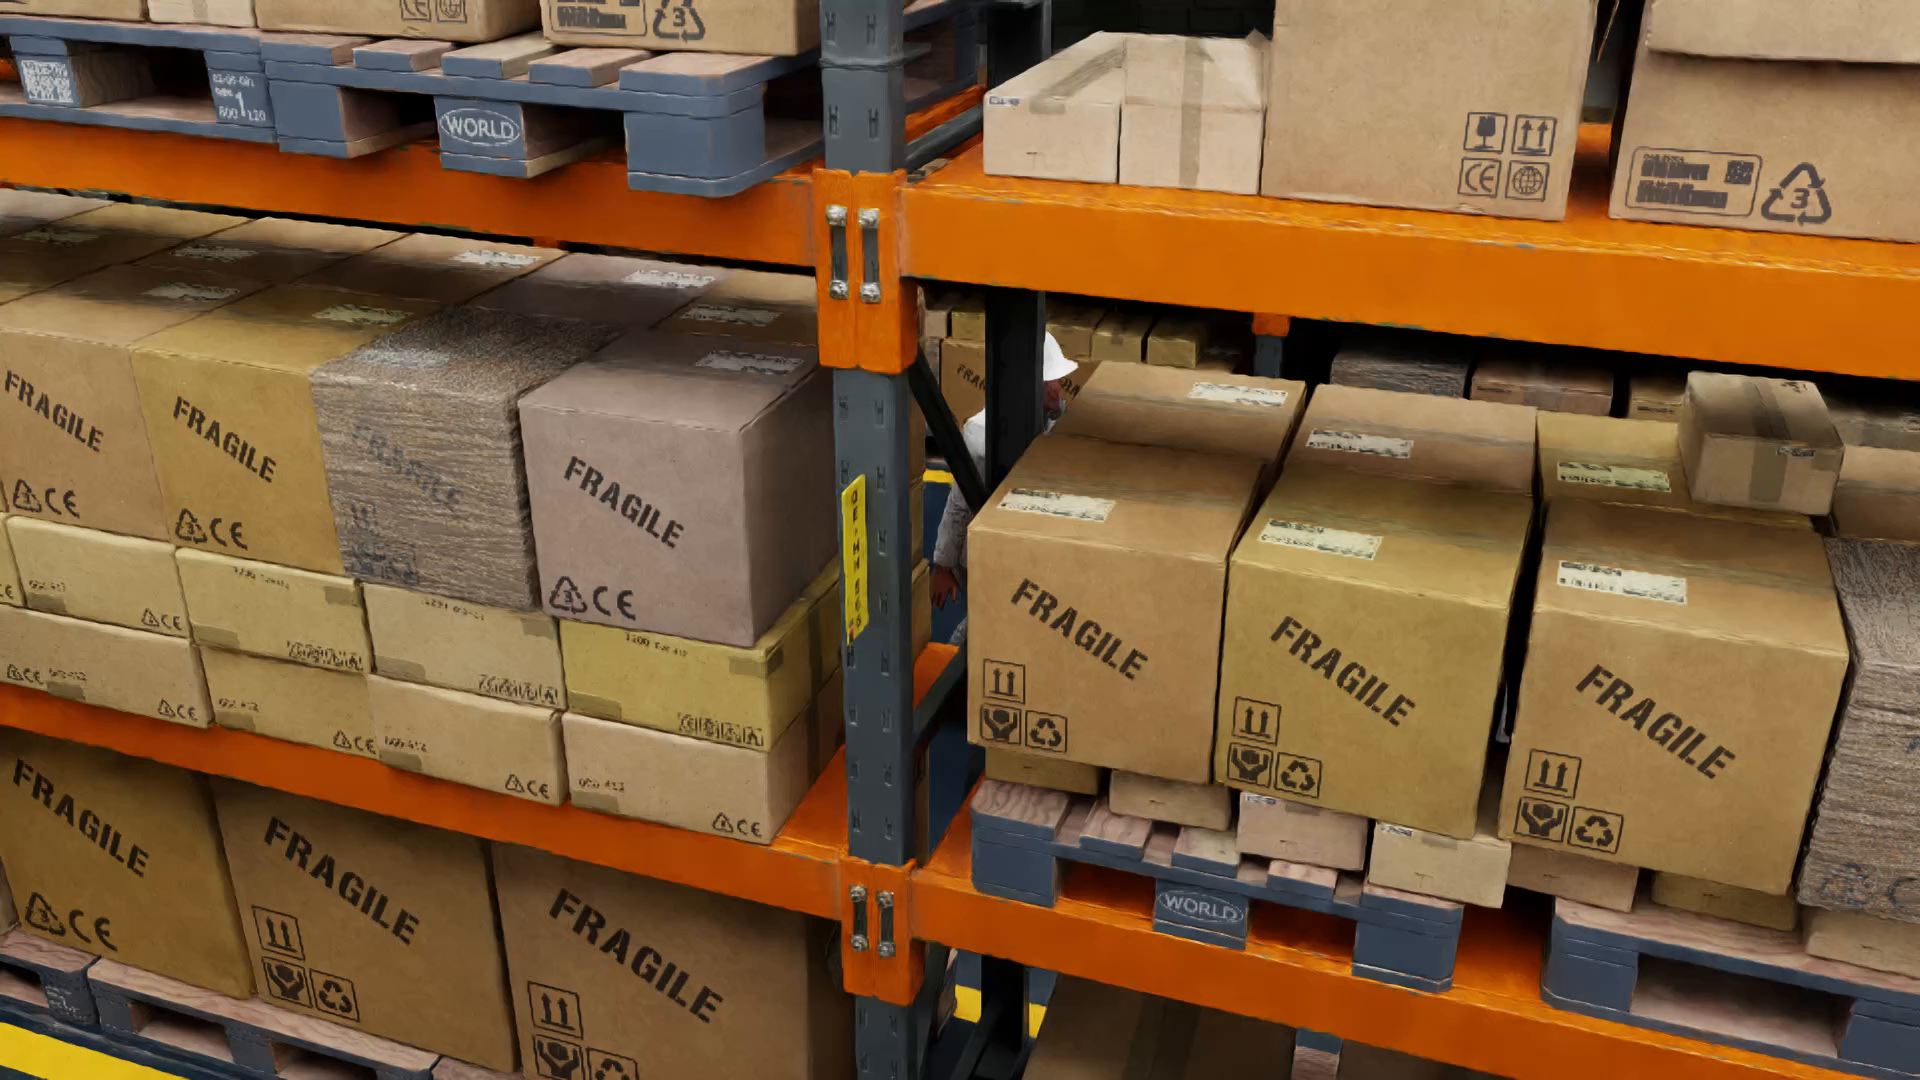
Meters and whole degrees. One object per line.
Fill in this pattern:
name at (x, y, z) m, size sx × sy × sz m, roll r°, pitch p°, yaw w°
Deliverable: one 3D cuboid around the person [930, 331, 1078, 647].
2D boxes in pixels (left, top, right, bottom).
person at (0.208, 0.052, 6.008) m, size 0.945 × 1.735 × 0.582 m, roll 20°, pitch 32°, yaw 35°
